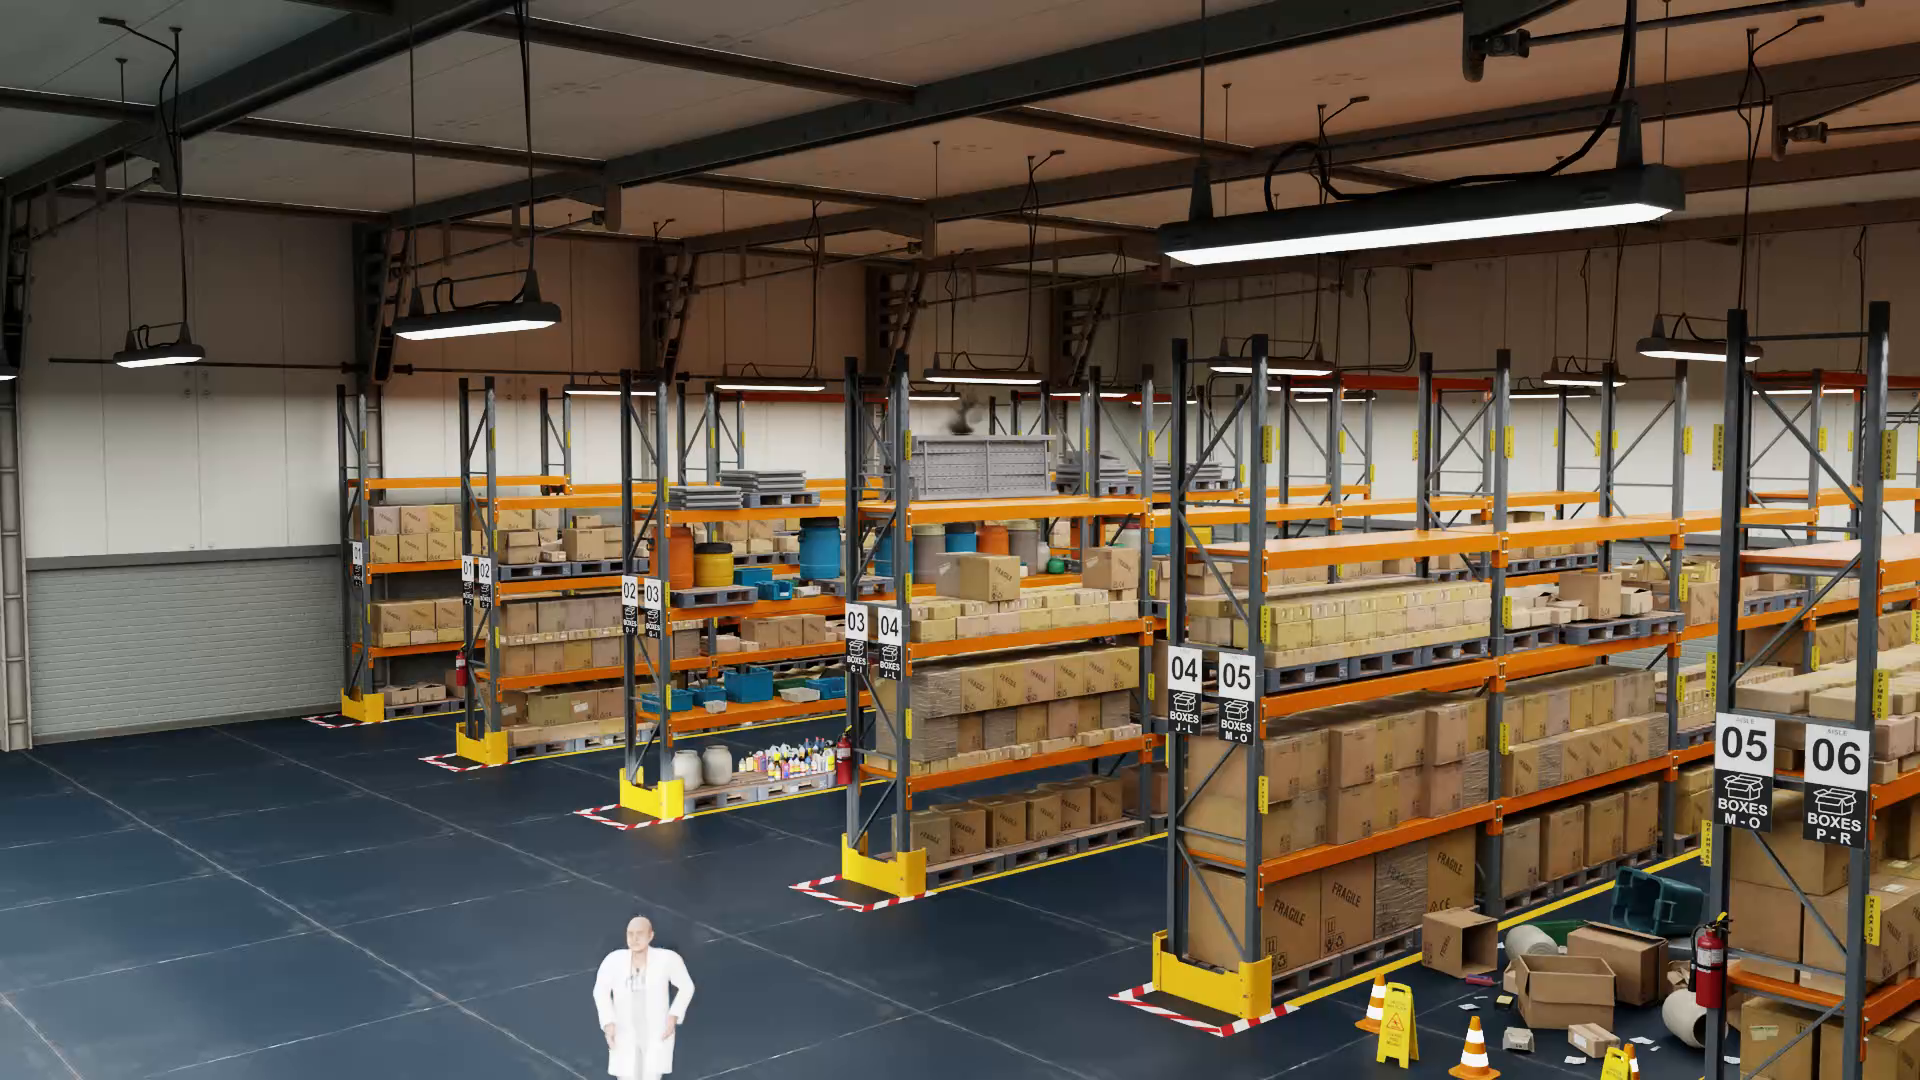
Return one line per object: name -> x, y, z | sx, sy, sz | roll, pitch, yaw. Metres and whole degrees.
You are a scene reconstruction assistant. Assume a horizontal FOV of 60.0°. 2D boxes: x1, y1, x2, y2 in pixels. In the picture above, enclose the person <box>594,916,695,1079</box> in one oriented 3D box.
person -> -2.244, 3.526, 11.829 | 0.711, 1.753, 0.718 | 0, 4, -5
